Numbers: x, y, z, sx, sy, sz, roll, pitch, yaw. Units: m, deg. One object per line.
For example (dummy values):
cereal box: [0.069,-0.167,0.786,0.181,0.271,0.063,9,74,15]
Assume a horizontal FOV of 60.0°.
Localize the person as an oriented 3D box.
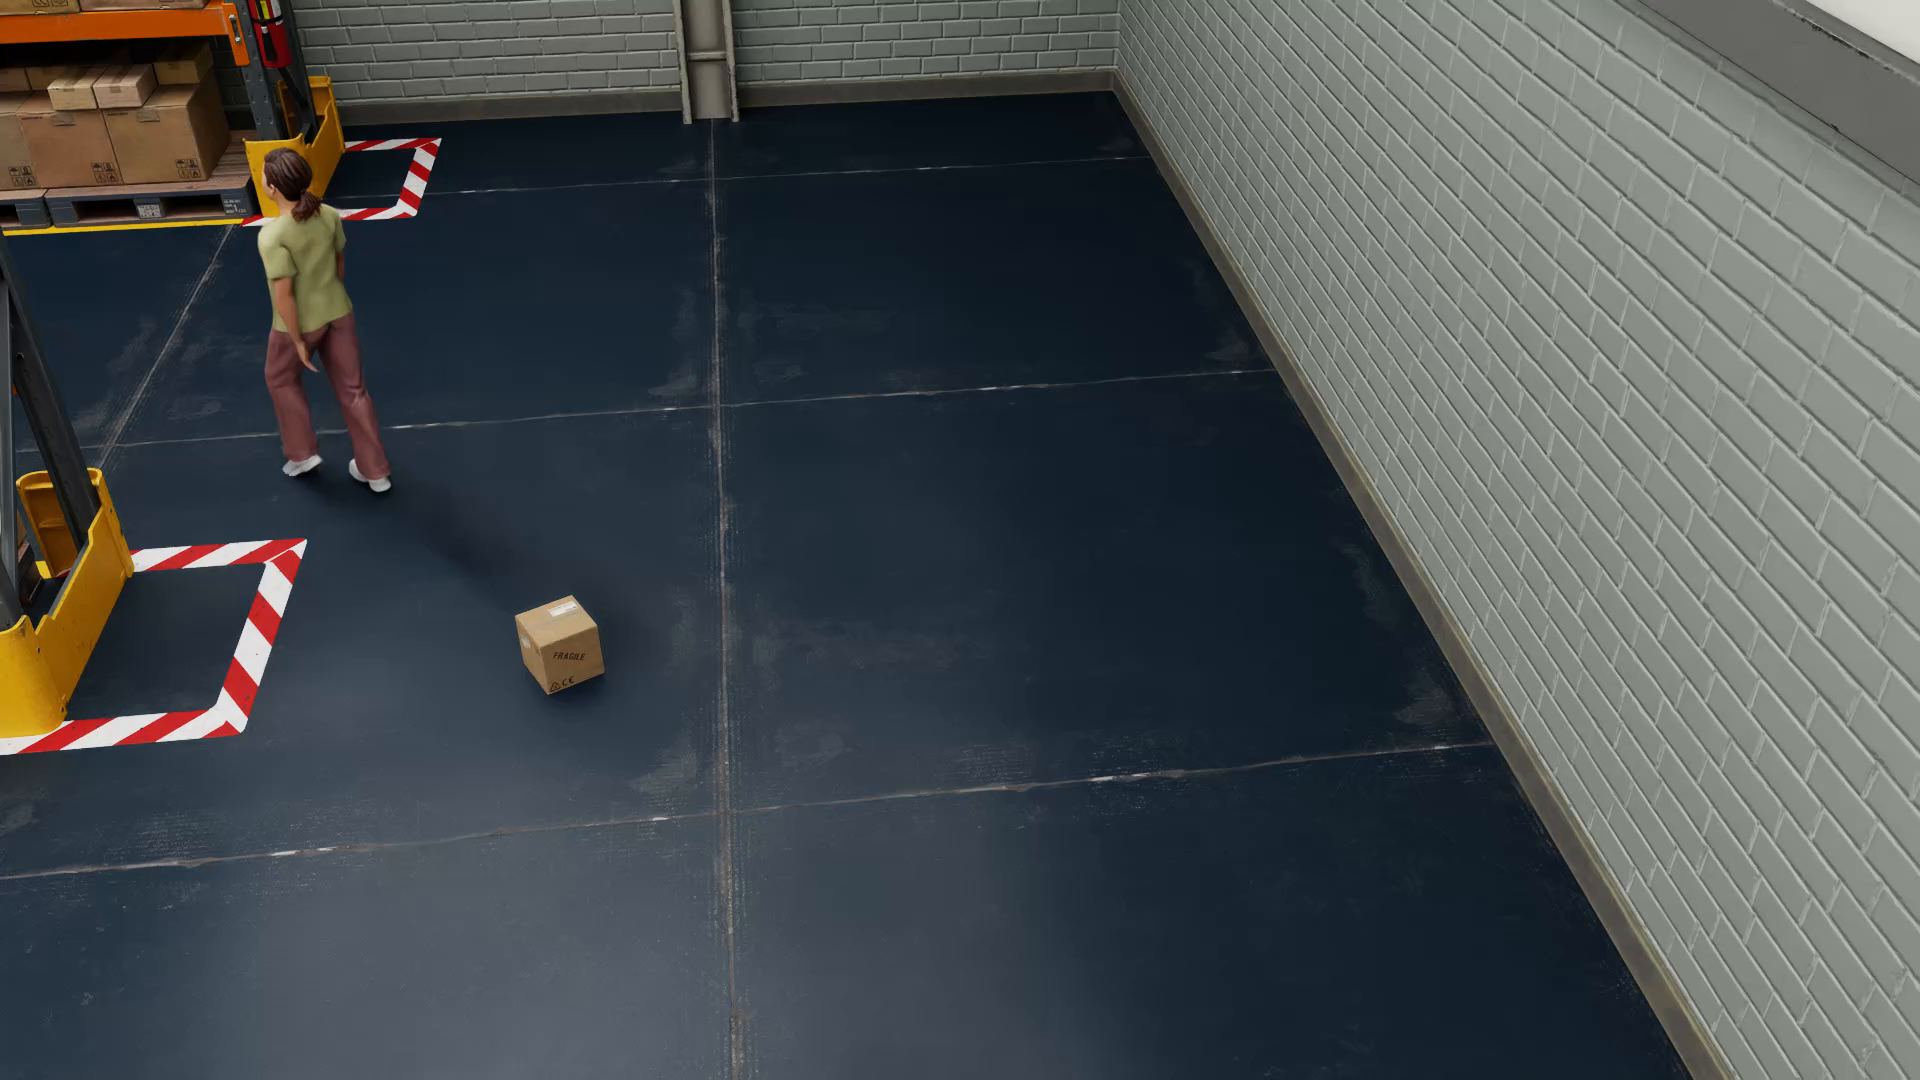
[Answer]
person: [-2.965,-0.983,7.582,0.654,1.717,0.446,25,42,31]
